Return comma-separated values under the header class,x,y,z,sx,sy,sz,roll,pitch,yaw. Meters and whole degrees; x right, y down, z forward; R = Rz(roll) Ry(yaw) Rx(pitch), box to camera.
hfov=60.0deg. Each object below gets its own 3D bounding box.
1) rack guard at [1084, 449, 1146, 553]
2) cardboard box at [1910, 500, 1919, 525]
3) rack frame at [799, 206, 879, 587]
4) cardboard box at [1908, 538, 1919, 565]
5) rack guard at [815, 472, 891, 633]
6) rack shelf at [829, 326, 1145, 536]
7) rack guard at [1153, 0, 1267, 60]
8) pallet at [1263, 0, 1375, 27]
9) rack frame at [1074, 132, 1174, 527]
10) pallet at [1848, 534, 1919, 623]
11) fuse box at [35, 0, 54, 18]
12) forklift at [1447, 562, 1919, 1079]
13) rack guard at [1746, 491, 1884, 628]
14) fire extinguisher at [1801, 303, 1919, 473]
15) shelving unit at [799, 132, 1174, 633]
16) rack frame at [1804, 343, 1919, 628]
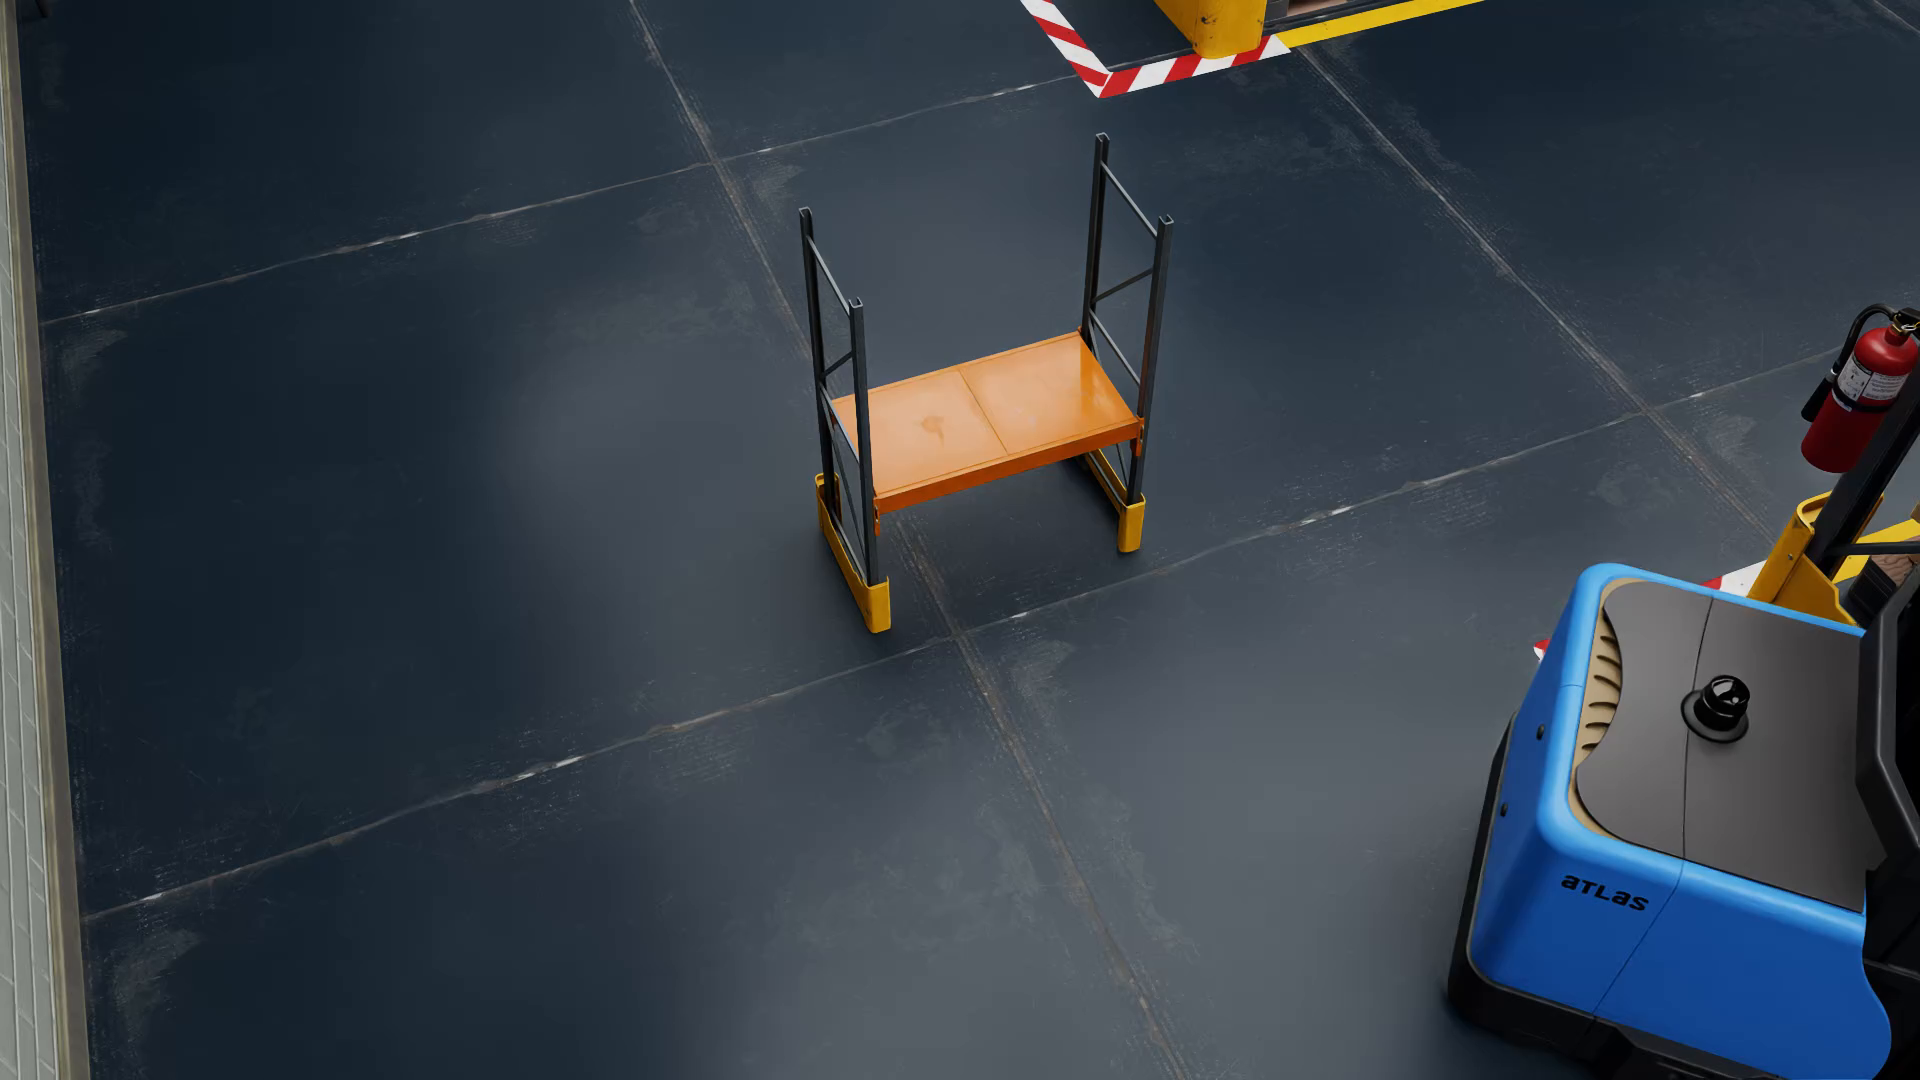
class,x,y,z,sx,sy,sz,roll,pitch,yaw
rack guard,0.532,-0.246,6.297,0.087,0.250,0.587,-17,52,-14
cardboard box,3.526,-0.039,5.713,0.250,0.149,0.380,-18,52,-15
rack frame,-0.392,-0.367,5.577,0.032,1.500,0.500,-17,52,-14
cardboard box,3.554,0.112,5.779,0.250,0.149,0.380,-16,51,-14
rack guard,-0.390,0.040,6.051,0.087,0.250,0.587,-17,52,-14
rack shelf,0.079,-0.396,5.838,1.000,0.185,0.538,-17,52,-14
rack guard,1.158,-3.009,8.505,0.348,0.500,1.175,-17,52,-14
pallet,1.891,-3.206,8.864,1.213,0.211,1.003,-17,52,-14
rack frame,0.550,-0.659,5.827,0.032,1.500,0.500,-17,52,-14
pallet,3.981,0.296,5.857,1.213,0.211,1.003,-17,52,-14
fuse box,-4.691,-3.294,7.951,0.414,1.711,0.539,-17,52,-14
forklift,3.035,0.534,3.860,3.031,2.935,1.130,16,51,13
rack guard,3.216,0.410,5.568,0.348,0.500,1.175,-17,52,-14
fire extinguisher,2.737,-0.488,4.989,0.183,0.674,0.296,-17,52,-14
shelving unit,0.071,-0.511,5.700,1.083,1.500,0.587,-17,52,-14
rack frame,3.145,-0.383,4.601,0.127,3.000,1.000,-17,52,-14
